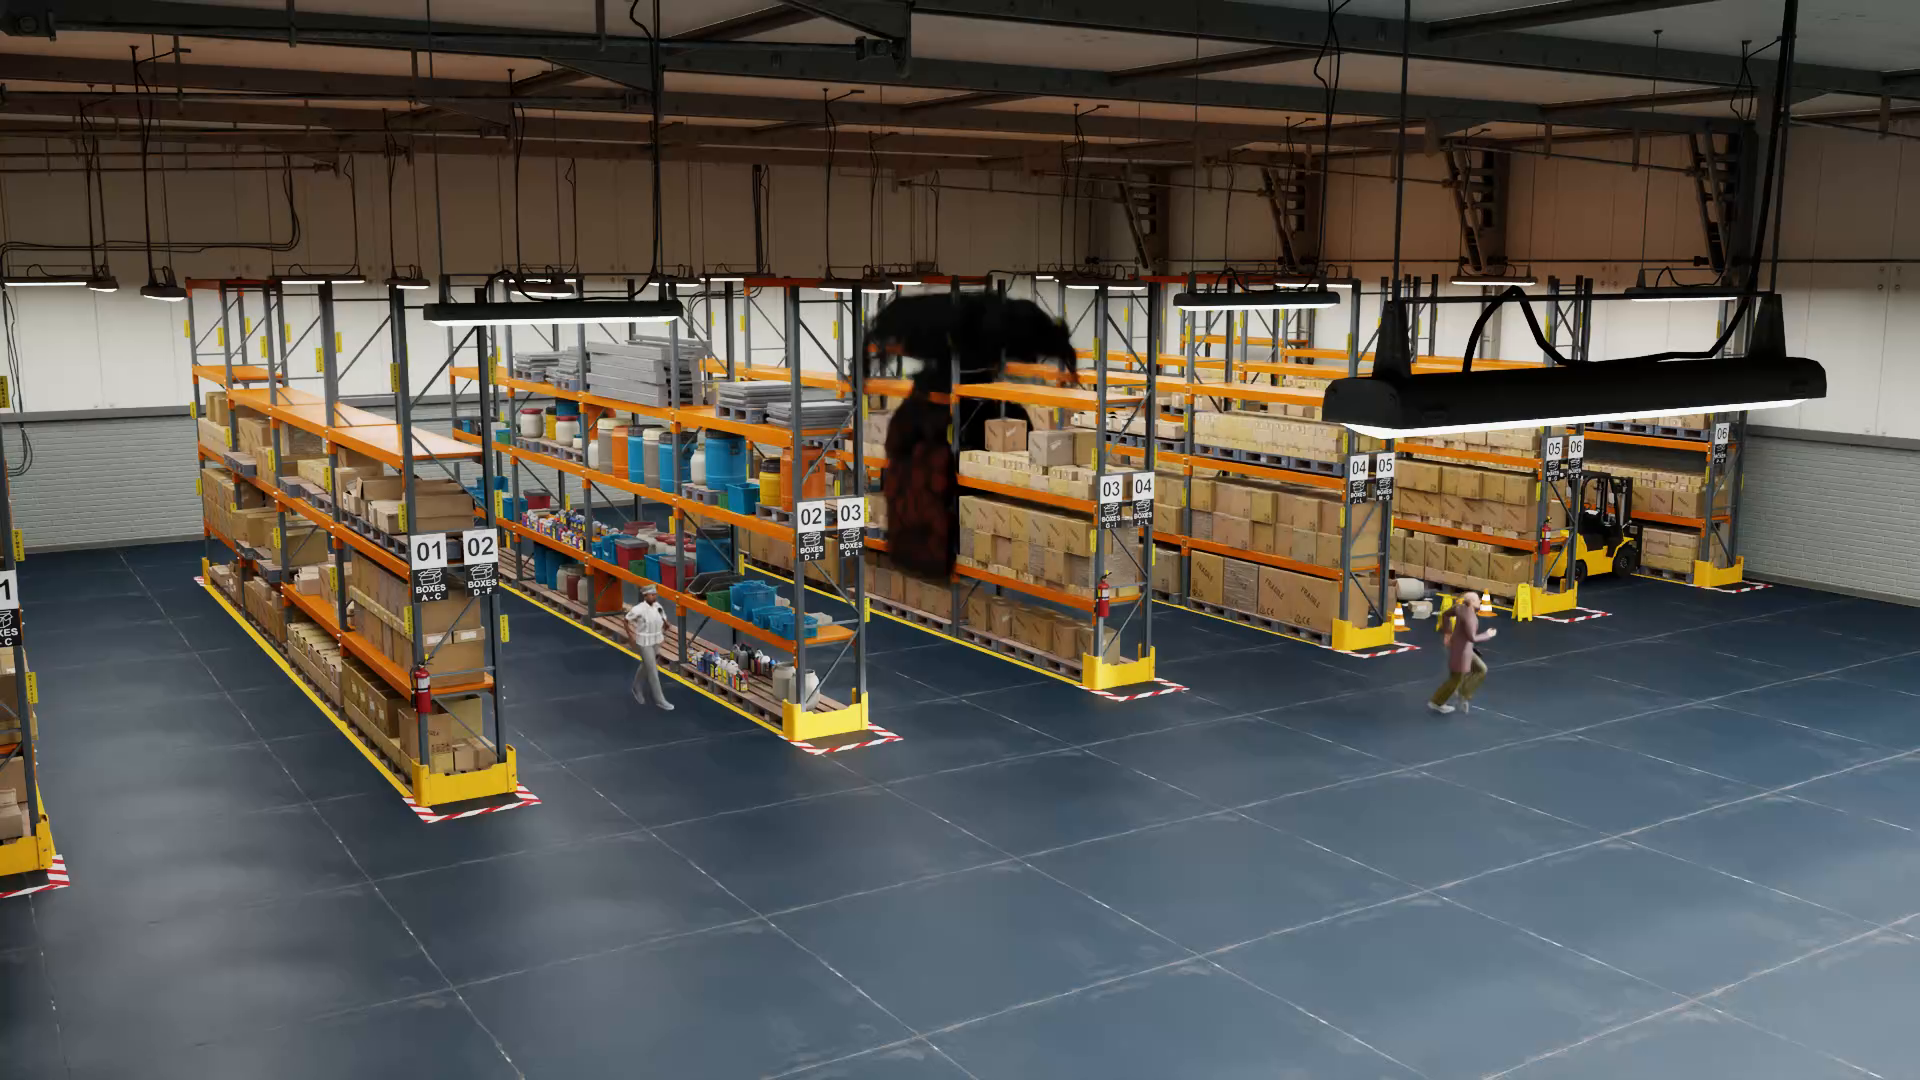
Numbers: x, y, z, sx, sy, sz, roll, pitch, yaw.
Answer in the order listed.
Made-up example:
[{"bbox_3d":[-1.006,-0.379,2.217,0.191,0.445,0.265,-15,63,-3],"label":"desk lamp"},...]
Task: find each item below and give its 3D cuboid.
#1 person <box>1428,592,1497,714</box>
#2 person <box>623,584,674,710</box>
[{"bbox_3d":[7.035,1.583,23.267,0.875,1.757,0.754,2,10,10],"label":"person"},{"bbox_3d":[-4.212,1.439,22.587,0.852,1.742,0.574,7,12,37],"label":"person"}]
